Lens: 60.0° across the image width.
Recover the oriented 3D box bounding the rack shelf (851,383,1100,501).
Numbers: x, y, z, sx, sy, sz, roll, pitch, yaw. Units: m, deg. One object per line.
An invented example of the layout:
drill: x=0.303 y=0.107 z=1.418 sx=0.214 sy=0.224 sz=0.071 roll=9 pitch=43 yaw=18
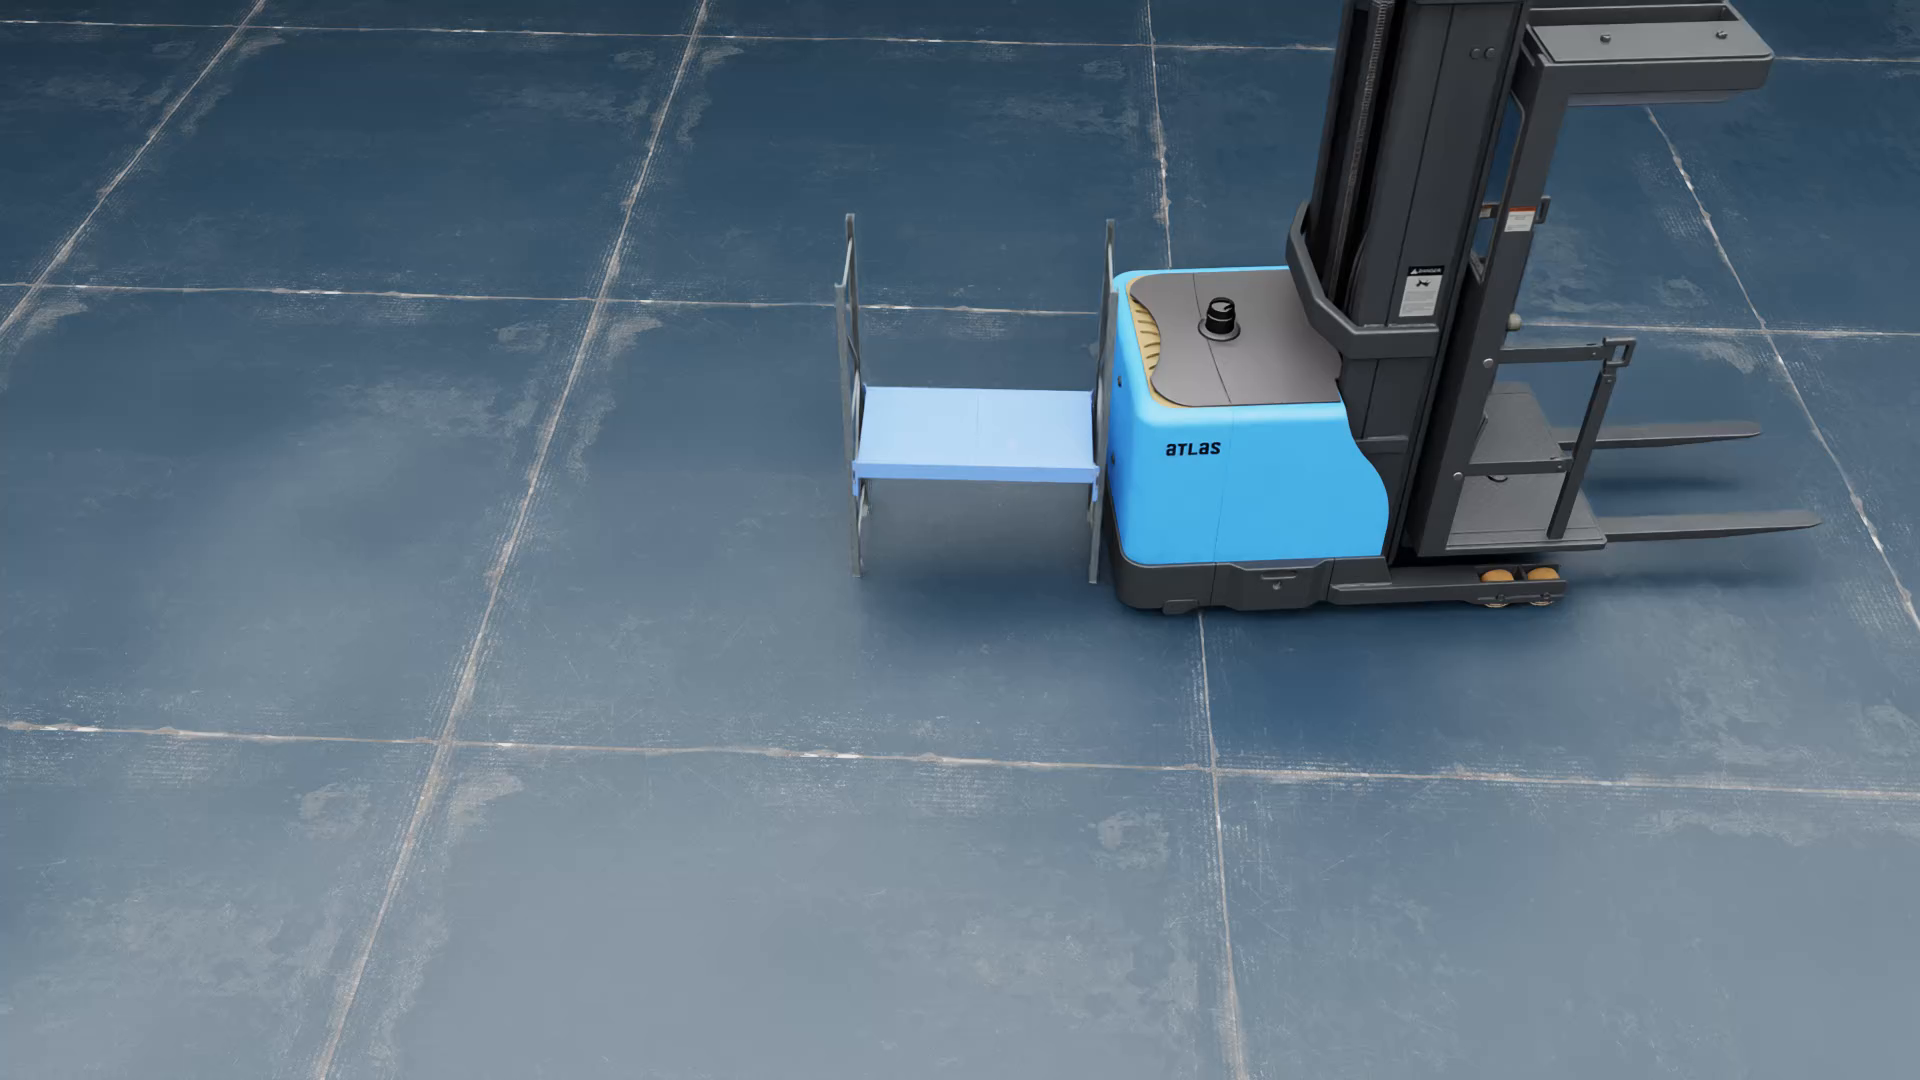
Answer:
rack shelf: x=0.071 y=-0.412 z=6.942 sx=1.000 sy=0.185 sz=0.538 roll=1 pitch=43 yaw=1

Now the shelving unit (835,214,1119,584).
shelving unit: x=0.071 y=-0.544 z=6.819 sx=1.048 sy=1.500 sz=0.538 roll=1 pitch=43 yaw=1

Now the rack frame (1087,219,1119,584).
rack frame: x=0.579 y=-0.532 z=6.806 sx=0.032 sy=1.500 sz=0.500 roll=1 pitch=43 yaw=1

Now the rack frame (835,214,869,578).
rack frame: x=-0.437 y=-0.556 z=6.832 sx=0.032 sy=1.500 sz=0.500 roll=1 pitch=43 yaw=1

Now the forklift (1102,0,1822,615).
forklift: x=2.144 y=-1.148 z=6.417 sx=3.031 sy=2.935 sz=1.130 roll=-2 pitch=43 yaw=-3
